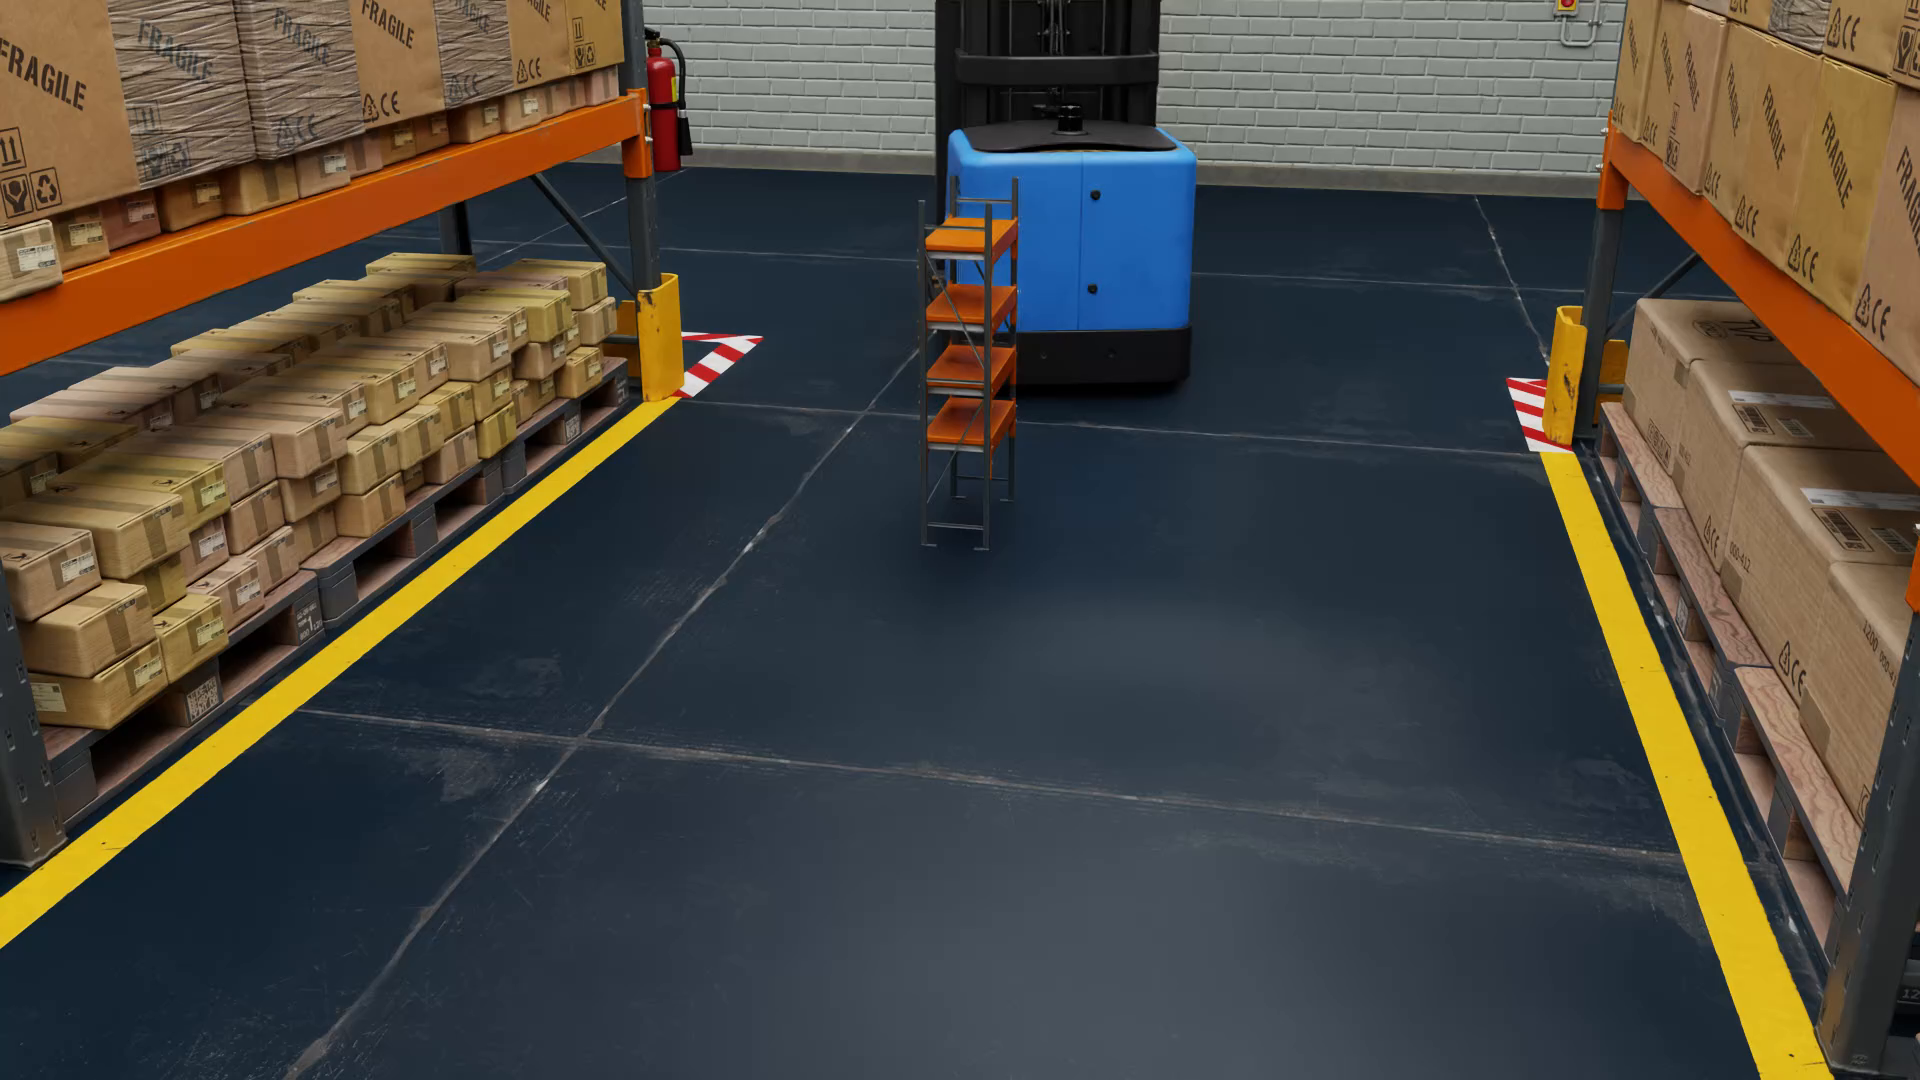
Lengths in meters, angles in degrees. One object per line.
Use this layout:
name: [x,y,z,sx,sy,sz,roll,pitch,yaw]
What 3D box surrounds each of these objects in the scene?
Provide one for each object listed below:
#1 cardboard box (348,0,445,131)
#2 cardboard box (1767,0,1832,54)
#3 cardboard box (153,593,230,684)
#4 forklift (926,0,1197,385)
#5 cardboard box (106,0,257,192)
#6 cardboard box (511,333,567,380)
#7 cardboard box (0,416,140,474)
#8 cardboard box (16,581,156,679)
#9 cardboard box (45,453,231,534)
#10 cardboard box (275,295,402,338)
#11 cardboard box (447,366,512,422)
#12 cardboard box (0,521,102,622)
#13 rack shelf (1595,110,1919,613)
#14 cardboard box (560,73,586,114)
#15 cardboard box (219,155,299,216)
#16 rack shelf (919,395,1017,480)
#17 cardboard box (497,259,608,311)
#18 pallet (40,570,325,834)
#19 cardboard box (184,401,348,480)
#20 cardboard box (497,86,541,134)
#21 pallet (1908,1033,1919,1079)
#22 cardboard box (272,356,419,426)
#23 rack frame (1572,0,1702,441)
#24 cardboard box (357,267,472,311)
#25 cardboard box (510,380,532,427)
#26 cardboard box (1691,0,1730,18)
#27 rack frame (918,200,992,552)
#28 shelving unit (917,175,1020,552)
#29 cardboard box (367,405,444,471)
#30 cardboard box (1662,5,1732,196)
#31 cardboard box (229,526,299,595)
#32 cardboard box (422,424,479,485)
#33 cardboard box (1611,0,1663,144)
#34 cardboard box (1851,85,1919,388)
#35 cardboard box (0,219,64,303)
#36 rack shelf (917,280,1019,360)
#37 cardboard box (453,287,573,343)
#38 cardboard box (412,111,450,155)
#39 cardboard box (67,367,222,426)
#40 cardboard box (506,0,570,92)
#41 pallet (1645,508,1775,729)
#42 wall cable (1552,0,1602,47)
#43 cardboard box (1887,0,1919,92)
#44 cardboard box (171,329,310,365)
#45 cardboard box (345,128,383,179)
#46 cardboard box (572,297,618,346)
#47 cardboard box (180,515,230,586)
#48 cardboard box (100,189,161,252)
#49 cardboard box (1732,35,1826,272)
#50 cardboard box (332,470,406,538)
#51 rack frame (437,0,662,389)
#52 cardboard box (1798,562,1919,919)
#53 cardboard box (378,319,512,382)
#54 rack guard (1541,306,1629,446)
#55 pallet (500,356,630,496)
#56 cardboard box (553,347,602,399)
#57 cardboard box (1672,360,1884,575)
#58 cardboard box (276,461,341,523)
cardboard box: [-1.999,-1.579,5.227,0.500,0.500,0.500,6,23,14]
cardboard box: [2.239,-1.407,3.859,0.500,0.500,0.500,5,22,12]
cardboard box: [-2.216,0.250,4.471,0.380,0.149,0.250,5,22,13]
forklift: [0.399,-2.550,8.262,1.130,2.935,3.031,-2,22,-4]
cardboard box: [-2.217,-1.199,4.284,0.500,0.500,0.500,4,22,11]
cardboard box: [-1.776,-0.740,6.531,0.380,0.149,0.250,4,22,9]
cardboard box: [-2.655,-0.247,4.909,0.380,0.149,0.250,5,23,13]
cardboard box: [-2.272,0.210,4.173,0.380,0.149,0.250,5,23,13]
cardboard box: [-2.268,-0.122,4.600,0.380,0.149,0.250,4,22,10]
cardboard box: [-2.367,-0.828,6.351,0.380,0.149,0.250,3,22,8]
cardboard box: [-1.869,-0.549,6.058,0.380,0.149,0.250,5,22,12]
cardboard box: [-2.386,0.070,4.122,0.380,0.149,0.250,5,23,13]
rack shelf: [2.615,-0.729,4.611,1.077,0.370,4.000,4,22,11]
cardboard box: [-1.720,-1.789,6.617,0.380,0.149,0.250,4,22,11]
cardboard box: [-2.121,-1.021,4.711,0.380,0.149,0.250,5,22,12]
rack shelf: [0.034,-0.371,5.879,0.258,0.148,0.480,4,22,11]
cardboard box: [-1.703,-1.070,6.952,0.380,0.149,0.250,5,22,12]
pallet: [-2.557,0.374,4.643,1.003,0.211,1.213,4,22,11]
cardboard box: [-2.106,-0.306,5.057,0.380,0.149,0.250,5,22,12]
cardboard box: [-1.786,-1.601,6.150,0.380,0.149,0.250,5,22,12]
pallet: [2.124,1.250,2.466,1.003,0.211,1.213,4,22,11]
cardboard box: [-2.042,-0.500,5.536,0.380,0.149,0.250,5,22,11]
rack frame: [3.024,-1.794,6.293,1.000,3.000,0.127,4,22,11]
cardboard box: [-2.221,-1.007,6.796,0.380,0.149,0.250,5,22,12]
cardboard box: [-1.875,-0.515,6.372,0.380,0.149,0.250,5,22,11]
cardboard box: [2.451,-1.772,4.766,0.500,0.500,0.500,4,22,11]
rack frame: [-0.016,-0.528,5.558,0.240,1.200,0.015,4,22,11]
shelving unit: [0.034,-0.617,5.780,0.258,1.200,0.503,4,22,11]
cardboard box: [-1.968,-0.354,5.574,0.380,0.149,0.250,5,22,11]
cardboard box: [2.447,-1.315,4.969,0.500,0.500,0.500,4,22,11]
cardboard box: [-2.213,0.059,4.947,0.380,0.149,0.250,4,22,10]
cardboard box: [-1.942,-0.319,5.884,0.380,0.149,0.250,5,22,12]
cardboard box: [2.645,-1.687,5.893,0.500,0.500,0.500,4,22,10]
cardboard box: [2.052,-0.567,3.111,0.500,0.500,0.500,5,22,11]
cardboard box: [-2.281,-0.634,3.748,0.380,0.149,0.250,5,23,13]
rack shelf: [0.034,-0.762,5.721,0.258,0.148,0.480,4,22,11]
cardboard box: [-1.739,-0.878,6.476,0.380,0.149,0.250,4,22,10]
cardboard box: [-1.982,-1.413,5.682,0.380,0.149,0.250,4,22,9]
cardboard box: [-2.647,-0.452,5.419,0.380,0.149,0.250,4,22,9]
cardboard box: [-1.793,-1.947,6.140,0.500,0.500,0.500,4,22,10]
pallet: [2.686,0.243,4.968,1.003,0.211,1.213,4,22,11]
wall cable: [4.151,-4.344,11.222,0.585,1.953,0.123,4,22,11]
cardboard box: [2.033,-1.035,2.936,0.500,0.500,0.500,4,22,10]
cardboard box: [-2.532,-0.634,5.871,0.380,0.149,0.250,5,22,12]
cardboard box: [-2.051,-1.220,5.205,0.380,0.149,0.250,5,23,13]
cardboard box: [-1.671,-0.930,7.003,0.380,0.149,0.250,4,22,9]
cardboard box: [-2.294,0.019,4.648,0.380,0.149,0.250,4,22,11]
cardboard box: [-2.298,-0.835,4.249,0.380,0.149,0.250,3,22,9]
cardboard box: [2.240,-0.940,4.039,0.500,0.500,0.500,4,22,10]
cardboard box: [-2.045,-0.130,5.416,0.380,0.149,0.250,4,22,9]
rack frame: [-1.843,-2.134,7.138,1.000,3.000,0.127,4,22,11]
cardboard box: [2.440,0.441,3.610,0.875,0.438,0.875,4,22,10]
cardboard box: [-1.854,-0.685,5.998,0.380,0.149,0.250,5,23,13]
rack guard: [3.028,-0.643,6.782,1.175,0.500,0.348,4,22,11]
pallet: [-2.059,-0.519,6.859,1.003,0.211,1.213,4,22,11]
cardboard box: [-1.700,-0.697,6.822,0.380,0.149,0.250,5,23,13]
cardboard box: [2.808,-0.216,5.242,0.875,0.438,0.875,5,22,12]
cardboard box: [-2.157,-0.179,5.138,0.380,0.149,0.250,6,23,13]
